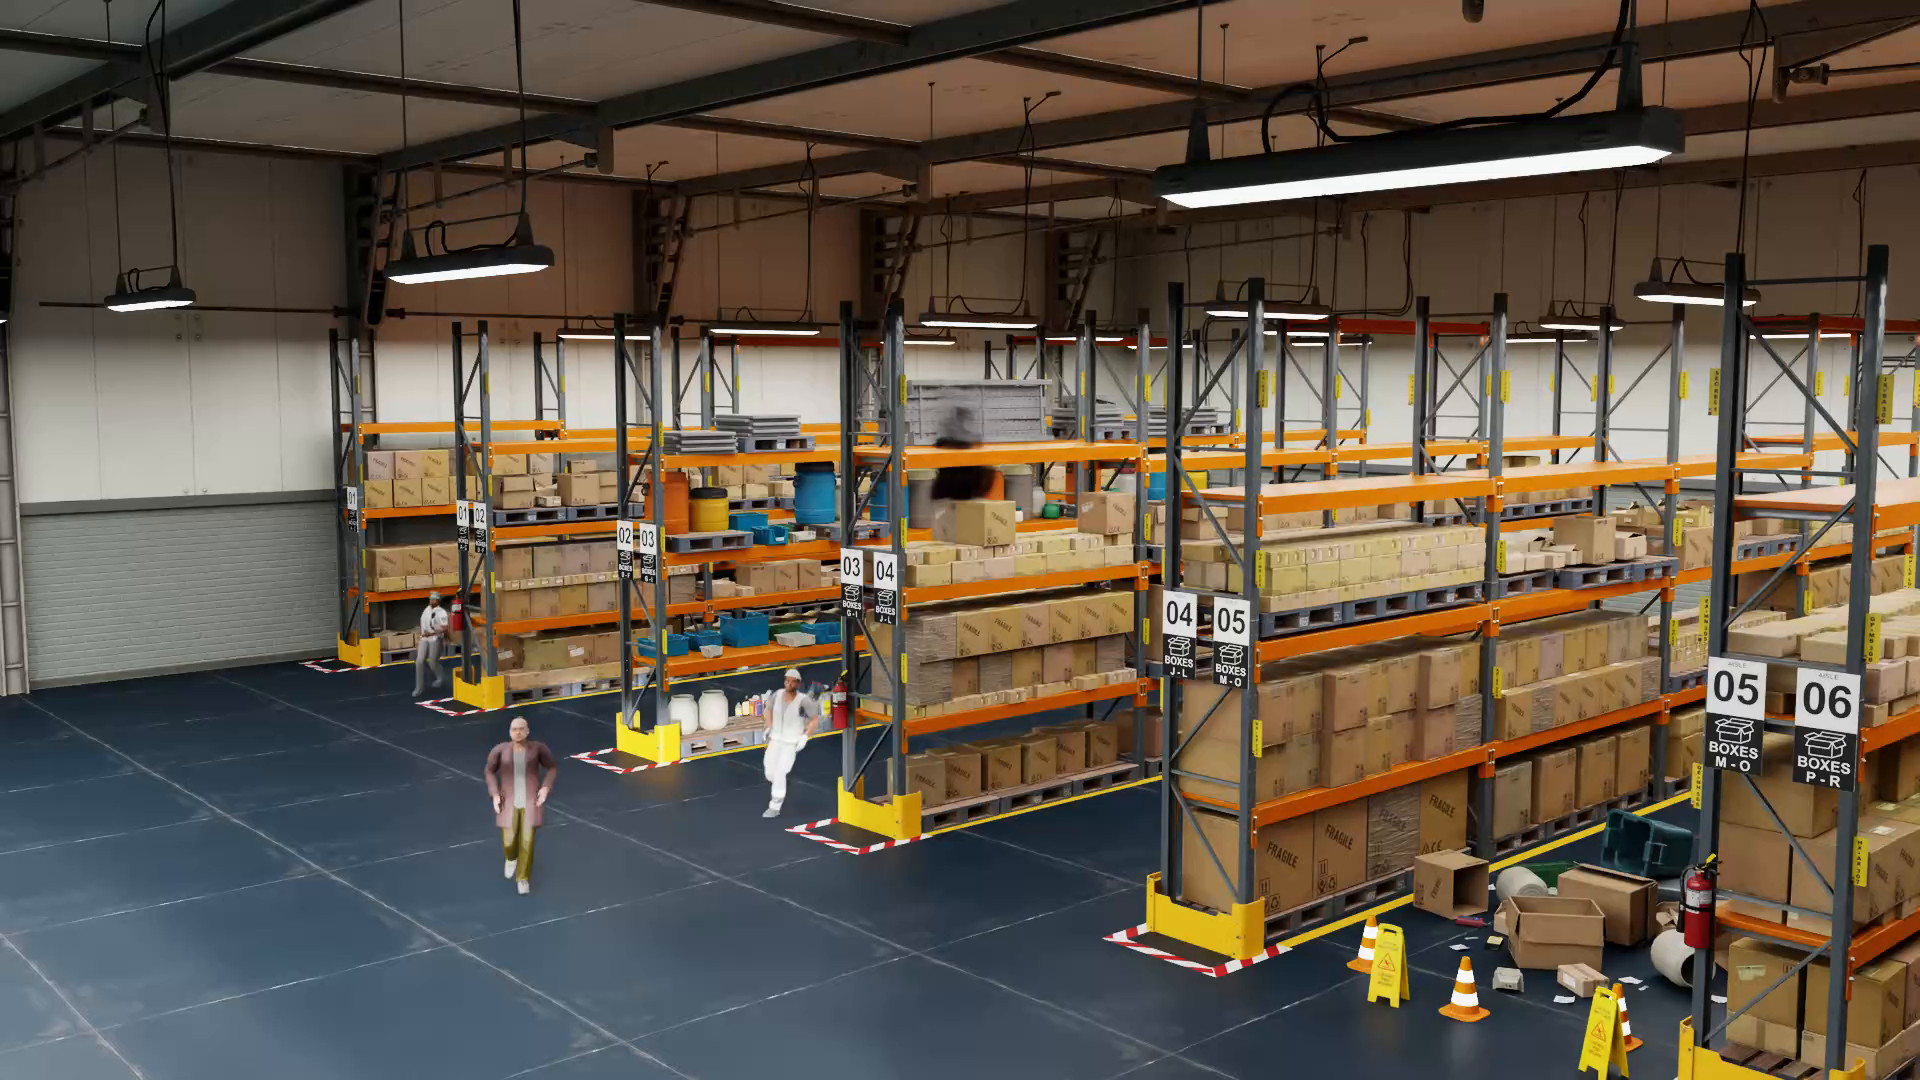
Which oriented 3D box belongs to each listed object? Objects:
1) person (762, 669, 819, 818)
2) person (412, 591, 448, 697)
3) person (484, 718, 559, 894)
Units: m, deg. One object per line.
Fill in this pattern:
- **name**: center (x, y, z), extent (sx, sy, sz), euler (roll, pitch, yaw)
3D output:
- **person**: center (-1.999, 2.364, 19.588), extent (0.703, 1.737, 0.680), euler (2, 6, 17)
- **person**: center (-8.563, 1.663, 27.108), extent (0.593, 1.699, 0.804), euler (2, 6, 19)
- **person**: center (-4.417, 2.647, 16.784), extent (0.731, 1.750, 0.635), euler (-1, 6, -13)
